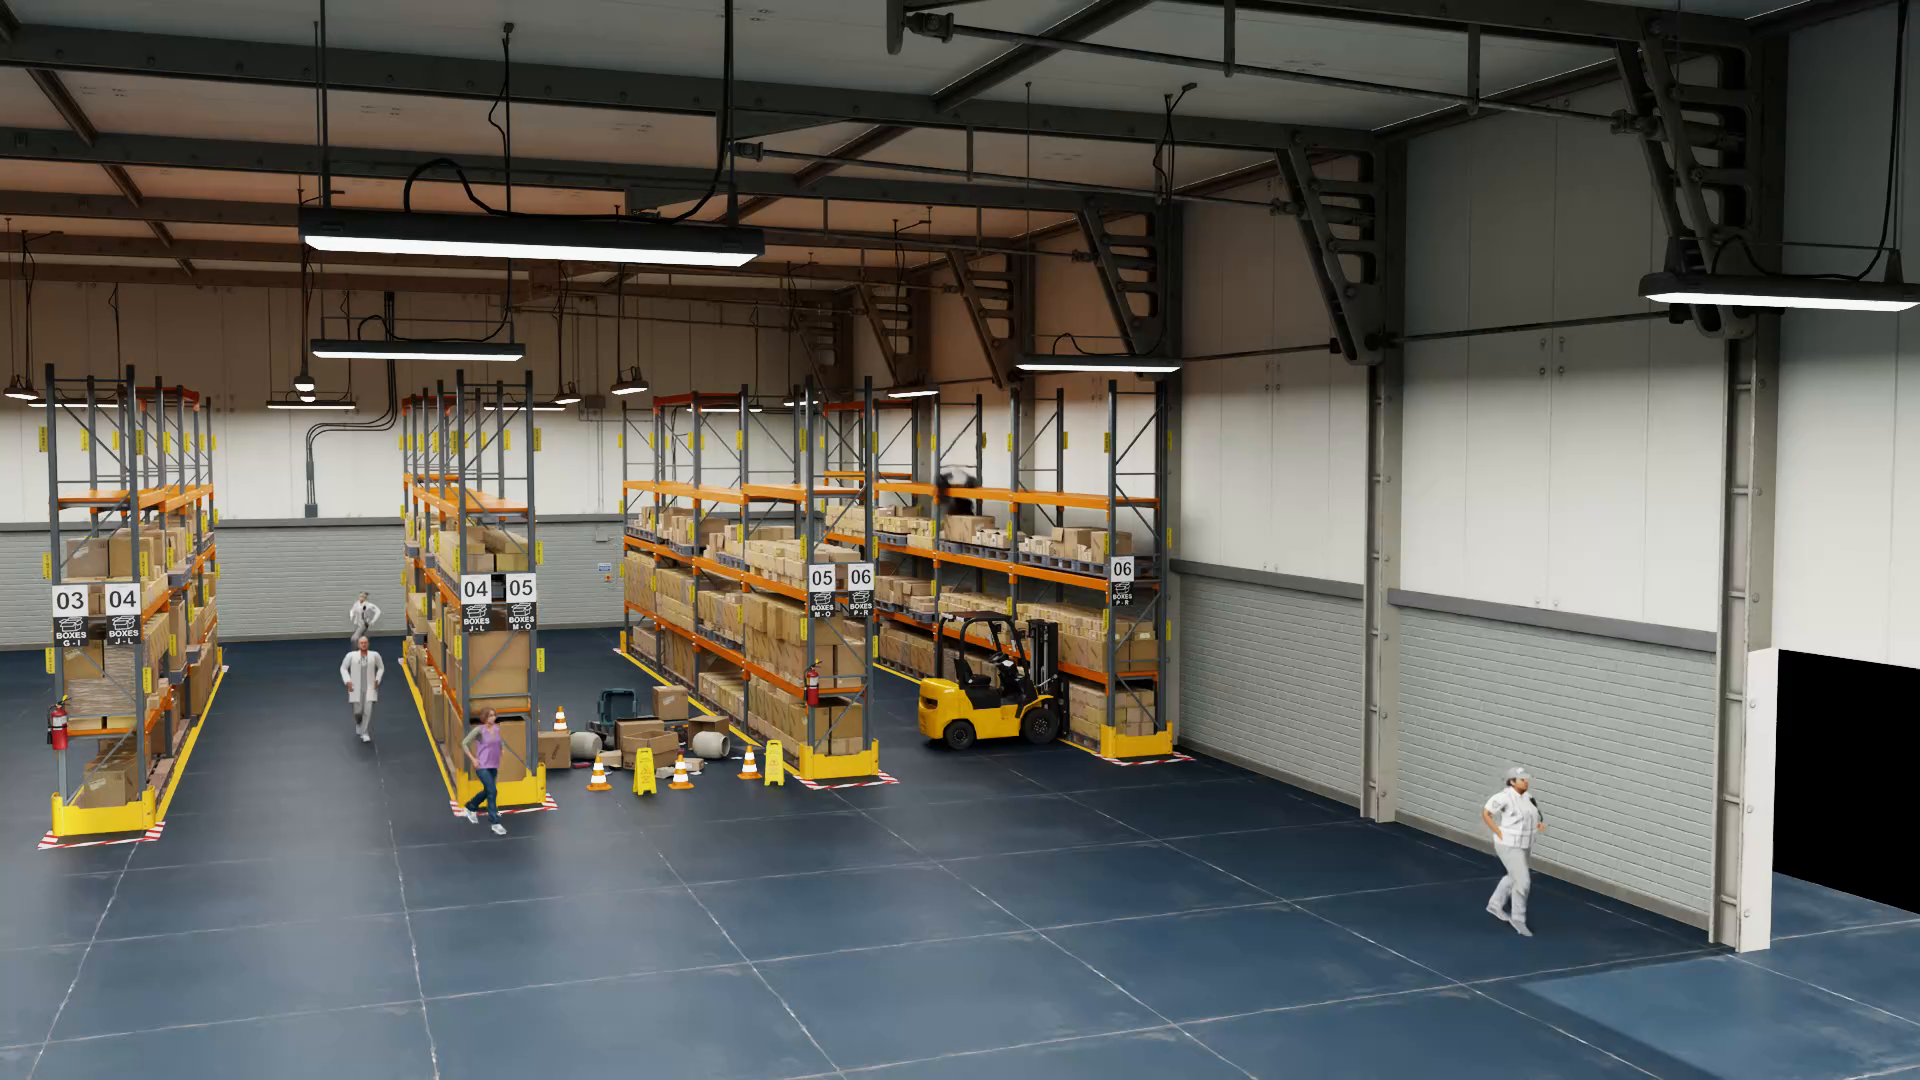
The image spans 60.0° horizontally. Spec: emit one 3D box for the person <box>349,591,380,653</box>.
[{"bbox_3d":[-13.695,1.978,38.135,0.733,1.667,0.765,2,4,25],"label":"person"}]

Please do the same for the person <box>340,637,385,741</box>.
[{"bbox_3d":[-10.071,2.497,28.060,0.703,1.743,0.630,-1,4,-22],"label":"person"}]

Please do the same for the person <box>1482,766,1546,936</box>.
[{"bbox_3d":[5.707,3.197,17.129,0.590,1.727,0.678,-3,4,-39],"label":"person"}]

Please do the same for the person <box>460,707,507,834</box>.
[{"bbox_3d":[-6.119,2.946,21.441,0.804,1.605,0.558,2,4,26],"label":"person"}]
